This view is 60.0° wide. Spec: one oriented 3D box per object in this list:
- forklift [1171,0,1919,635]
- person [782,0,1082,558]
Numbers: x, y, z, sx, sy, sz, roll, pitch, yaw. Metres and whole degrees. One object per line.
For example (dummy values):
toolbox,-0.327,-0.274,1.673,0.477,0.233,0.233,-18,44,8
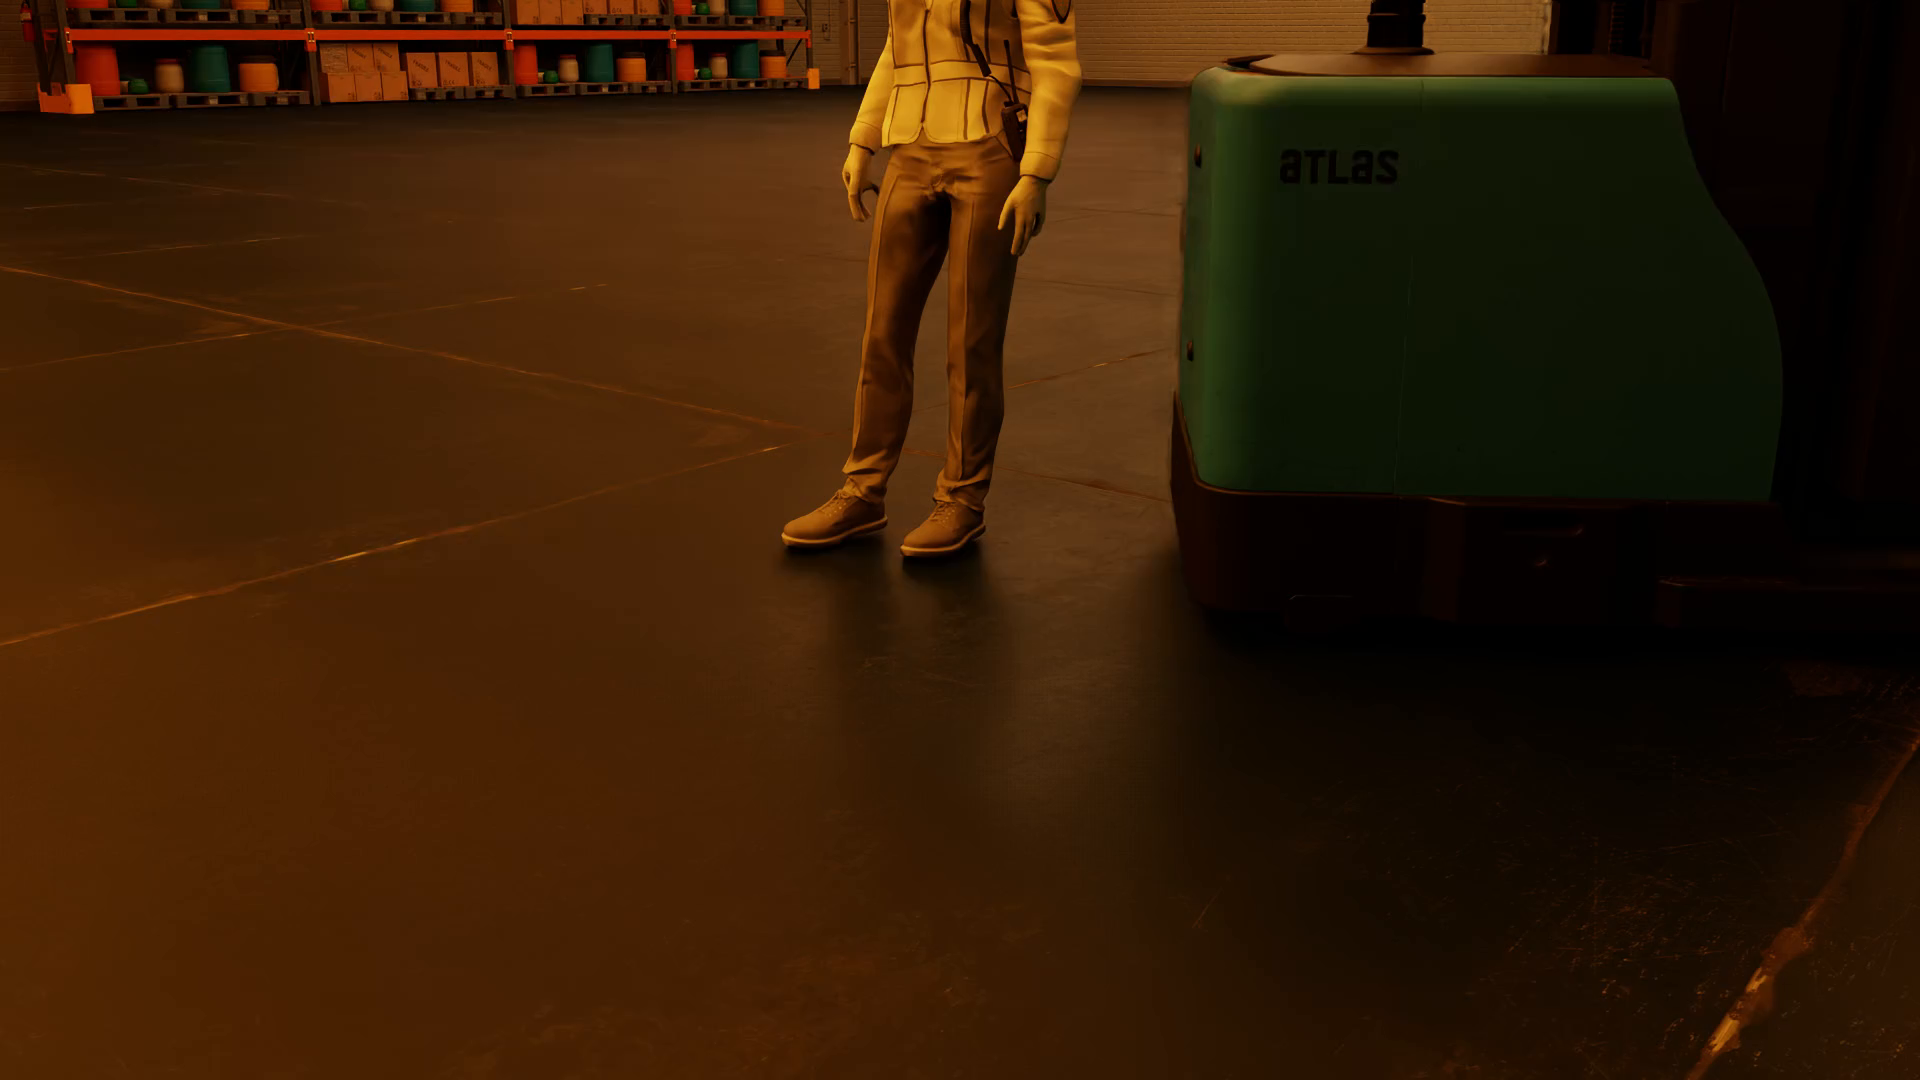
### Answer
forklift,2.002,-1.312,3.217,3.031,2.935,1.130,1,17,4
person,-0.050,-0.804,3.647,0.586,1.694,0.530,13,21,37
